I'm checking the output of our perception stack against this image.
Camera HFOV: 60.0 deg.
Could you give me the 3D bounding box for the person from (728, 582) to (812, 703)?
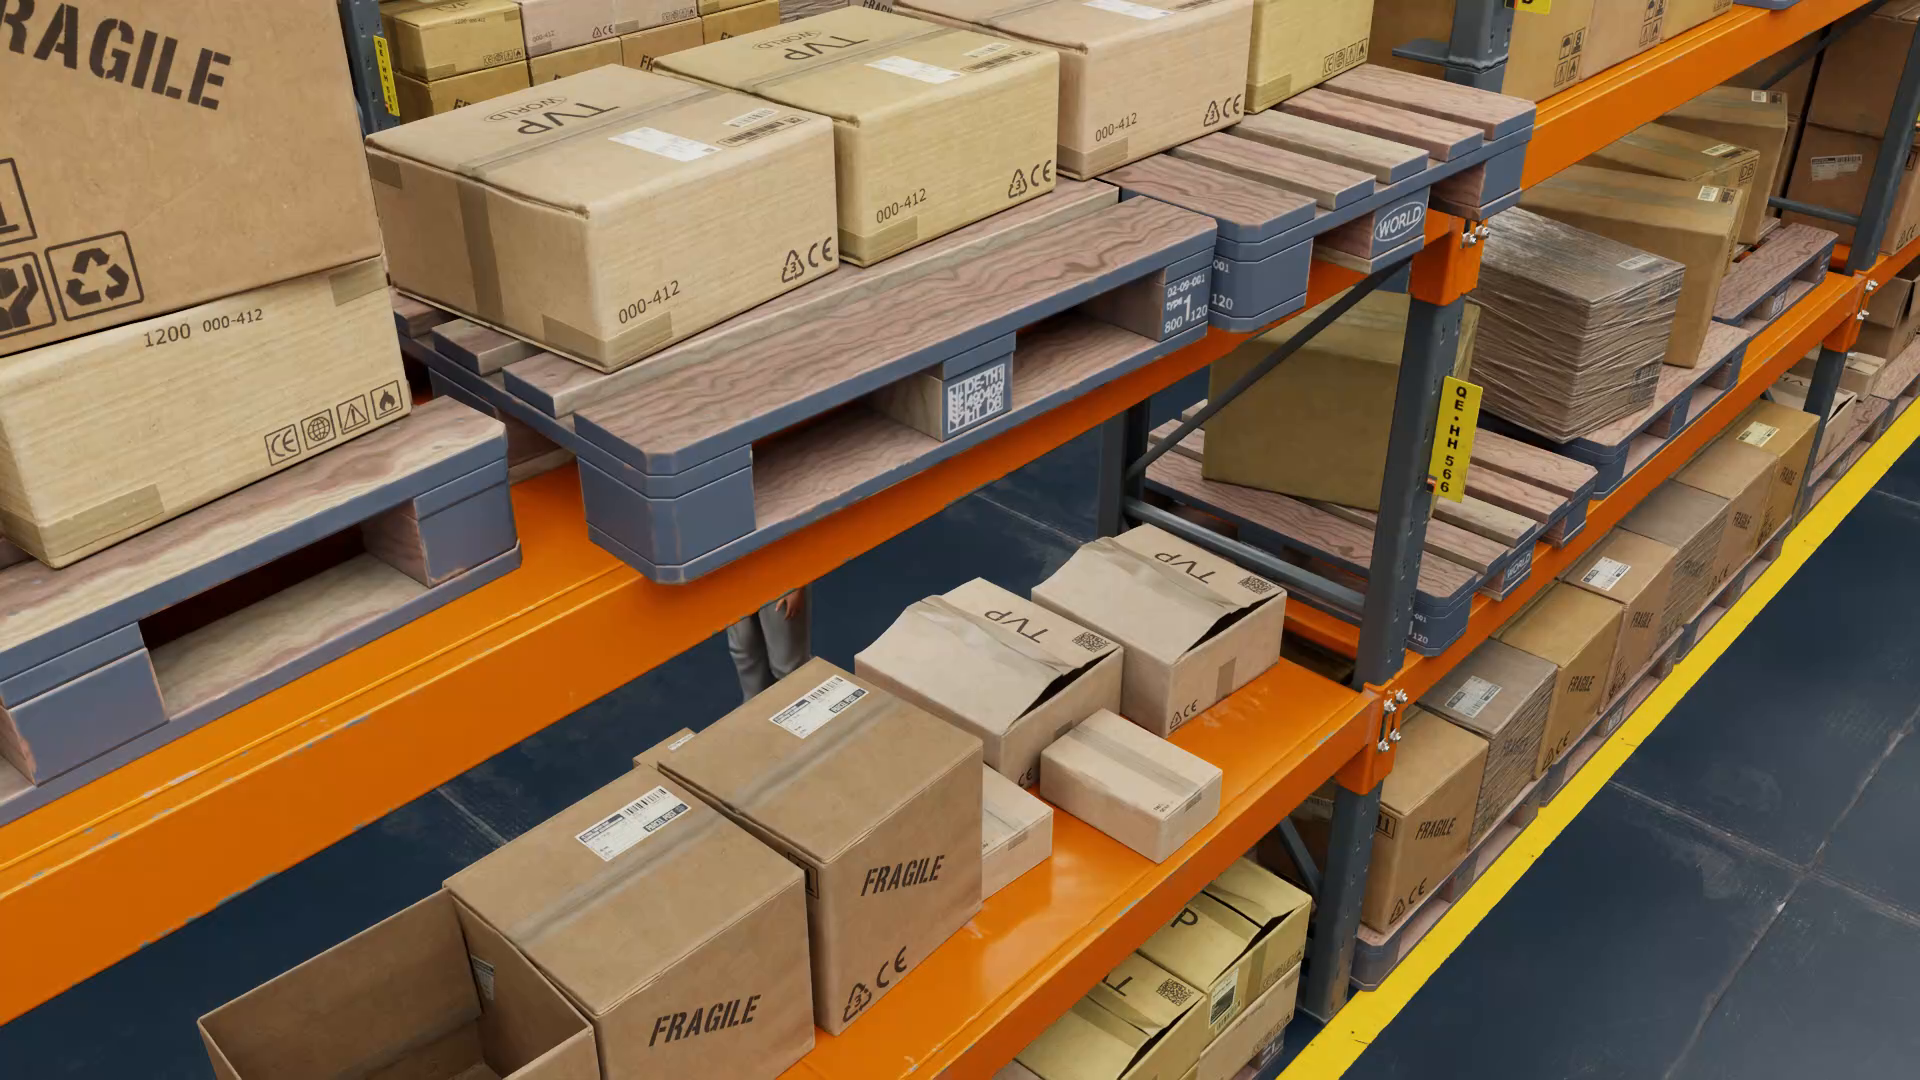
[{"bbox_3d":[-0.671,0.103,5.983,0.437,1.679,0.363,26,40,36],"label":"person"}]
